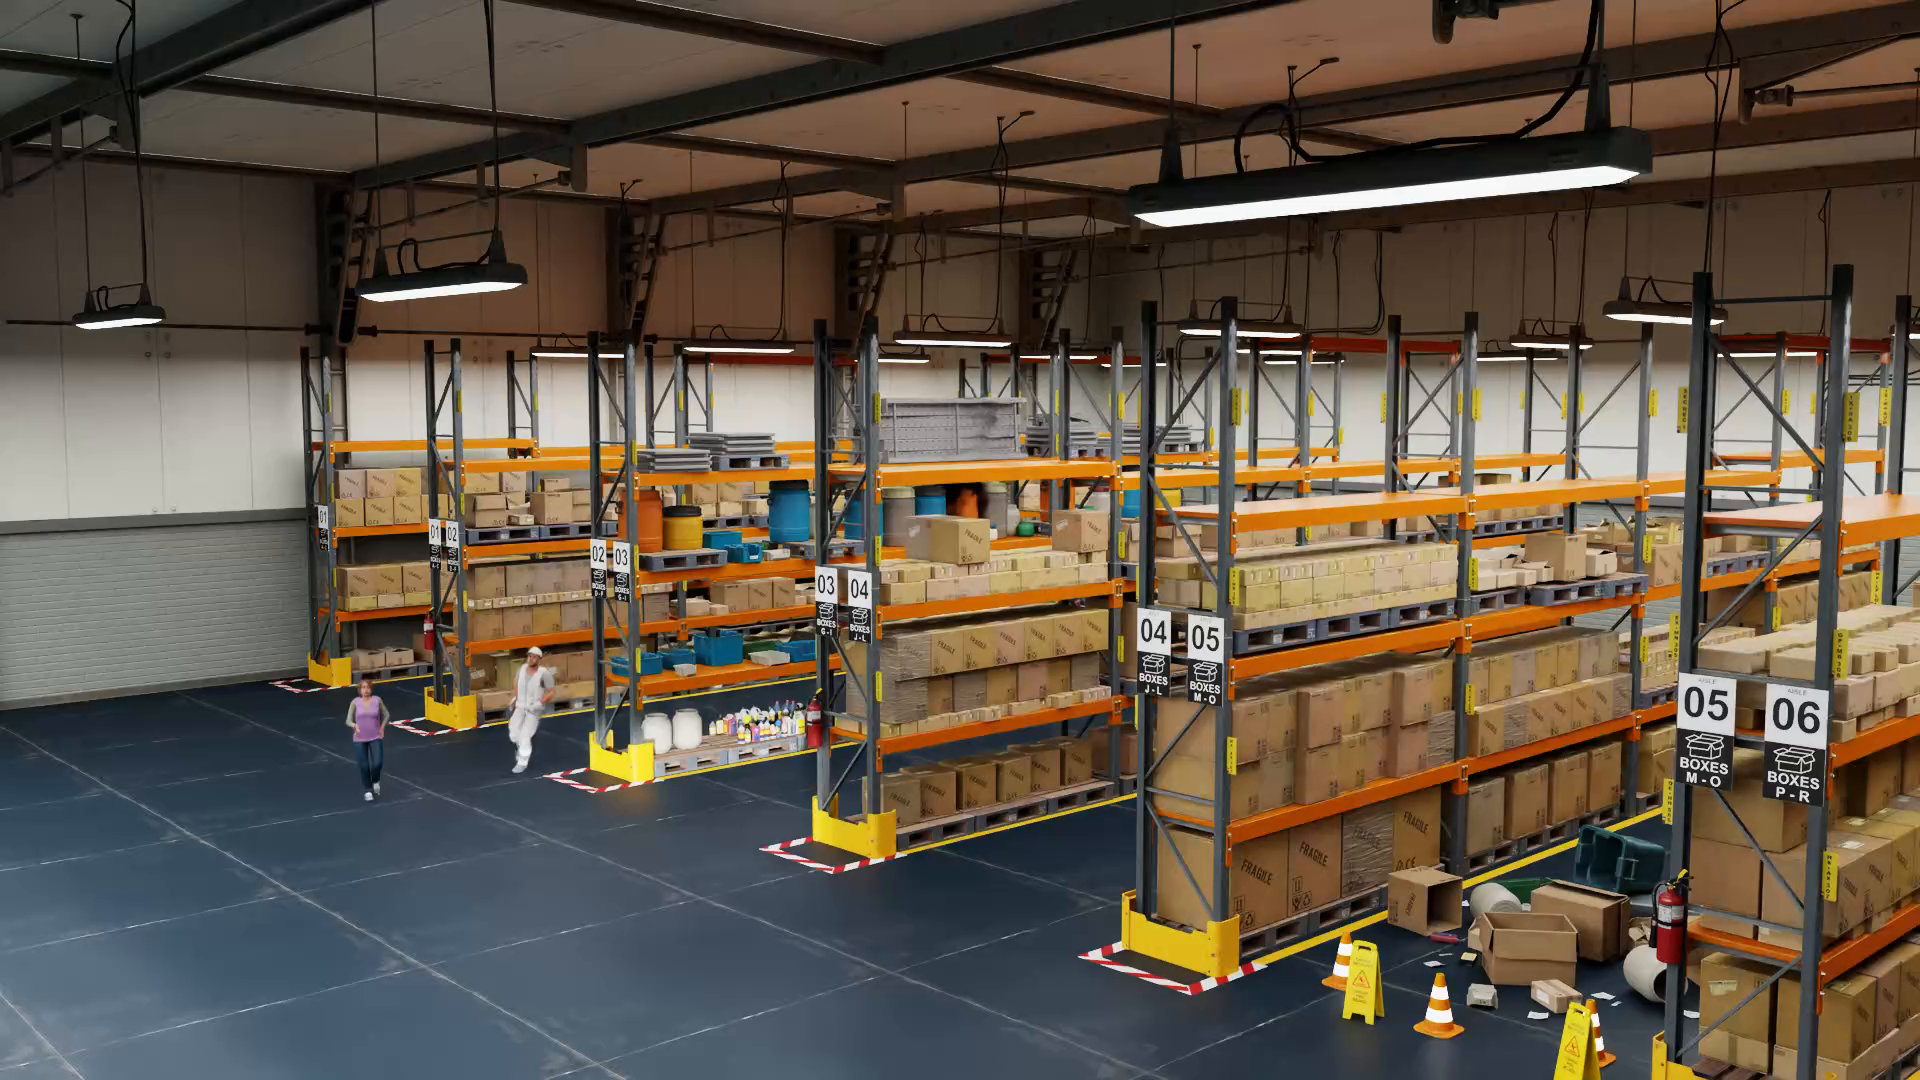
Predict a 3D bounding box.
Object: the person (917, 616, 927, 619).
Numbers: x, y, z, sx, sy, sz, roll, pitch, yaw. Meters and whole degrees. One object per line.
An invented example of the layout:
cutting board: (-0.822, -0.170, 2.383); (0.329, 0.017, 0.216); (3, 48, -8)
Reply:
person: (-0.573, 1.751, 28.930); (0.708, 1.726, 0.733); (3, 6, 35)

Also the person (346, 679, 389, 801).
person: (-7.468, 2.534, 20.996); (0.525, 1.556, 0.532); (-2, 5, -22)

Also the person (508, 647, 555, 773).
person: (-5.861, 2.313, 22.734); (0.665, 1.729, 0.552); (1, 5, 10)
